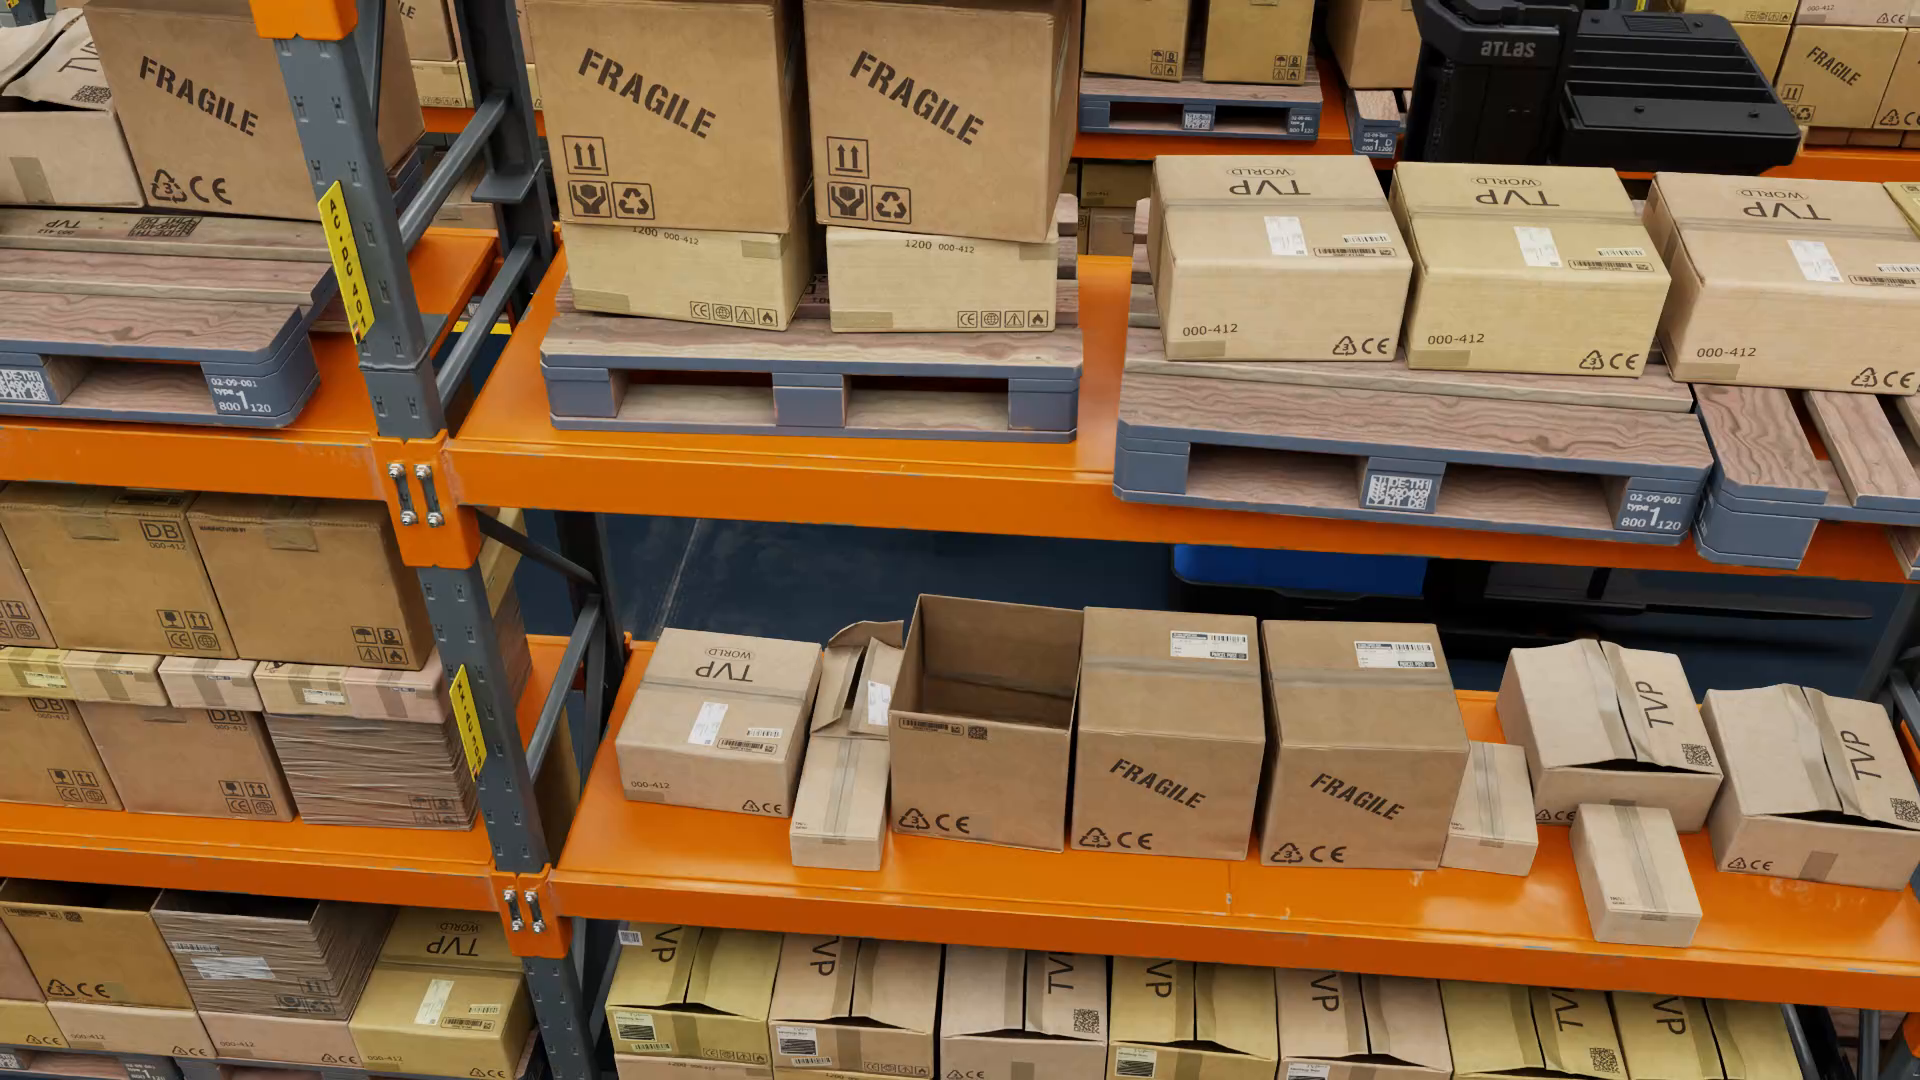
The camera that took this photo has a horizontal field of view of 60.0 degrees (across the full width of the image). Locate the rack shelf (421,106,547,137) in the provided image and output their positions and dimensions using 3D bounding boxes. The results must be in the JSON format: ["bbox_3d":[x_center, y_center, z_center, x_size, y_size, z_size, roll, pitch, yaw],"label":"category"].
[{"bbox_3d":[-2.770,-2.461,9.138,4.000,0.370,1.077,3,39,4],"label":"rack shelf"}]

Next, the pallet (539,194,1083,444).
[{"bbox_3d":[-0.321,-0.565,4.014,1.217,0.209,0.805,2,39,2],"label":"pallet"}]

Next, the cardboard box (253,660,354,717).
[{"bbox_3d":[-1.737,0.299,4.584,0.250,0.149,0.380,2,39,3],"label":"cardboard box"}]

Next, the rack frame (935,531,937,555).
[{"bbox_3d":[-0.106,-0.471,7.549,0.006,1.200,0.240,3,39,4],"label":"rack frame"}]

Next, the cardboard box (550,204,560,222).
[{"bbox_3d":[-2.369,-1.796,9.661,0.250,0.149,0.380,0,39,0],"label":"cardboard box"}]

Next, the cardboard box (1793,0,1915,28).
[{"bbox_3d":[4.173,-2.650,7.876,0.500,0.250,0.500,3,39,3],"label":"cardboard box"}]

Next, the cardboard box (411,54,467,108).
[{"bbox_3d":[-2.775,-2.493,8.710,0.500,0.250,0.500,3,39,4],"label":"cardboard box"}]

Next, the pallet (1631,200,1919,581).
[{"bbox_3d":[2.100,-0.369,3.771,1.003,0.211,1.213,5,39,6],"label":"pallet"}]

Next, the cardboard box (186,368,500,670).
[{"bbox_3d":[-1.644,-0.078,4.533,0.500,0.500,0.700,3,39,4],"label":"cardboard box"}]

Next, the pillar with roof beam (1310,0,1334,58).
[{"bbox_3d":[1.616,-2.647,4.045,0.400,9.000,9.100,3,39,4],"label":"pillar with roof beam"}]

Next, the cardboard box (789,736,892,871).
[{"bbox_3d":[-0.336,0.759,4.811,0.250,0.149,0.380,3,39,4],"label":"cardboard box"}]

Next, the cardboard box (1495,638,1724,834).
[{"bbox_3d":[1.910,0.566,4.919,0.500,0.311,0.500,3,39,3],"label":"cardboard box"}]

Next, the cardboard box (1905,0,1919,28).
[{"bbox_3d":[4.672,-2.626,7.845,0.500,0.250,0.500,3,39,4],"label":"cardboard box"}]

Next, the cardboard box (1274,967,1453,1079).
[{"bbox_3d":[1.220,1.461,5.150,0.500,0.311,0.500,3,39,4],"label":"cardboard box"}]

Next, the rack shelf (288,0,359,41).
[{"bbox_3d":[0.792,-1.299,3.275,4.000,0.370,1.077,3,39,4],"label":"rack shelf"}]

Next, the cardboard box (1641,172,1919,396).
[{"bbox_3d":[1.803,-0.572,3.657,0.500,0.250,0.500,4,39,5],"label":"cardboard box"}]

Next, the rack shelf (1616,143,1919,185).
[{"bbox_3d":[5.200,-2.025,8.603,4.000,0.370,1.077,3,39,4],"label":"rack shelf"}]

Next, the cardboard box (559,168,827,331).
[{"bbox_3d":[-0.588,-0.744,3.868,0.500,0.250,0.500,7,40,8],"label":"cardboard box"}]

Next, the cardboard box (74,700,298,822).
[{"bbox_3d":[-2.170,0.401,4.973,0.500,0.500,0.700,3,39,3],"label":"cardboard box"}]

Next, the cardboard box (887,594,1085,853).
[{"bbox_3d":[0.088,0.526,4.818,0.500,0.500,0.500,6,40,7],"label":"cardboard box"}]

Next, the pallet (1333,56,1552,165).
[{"bbox_3d":[2.489,-2.311,8.535,1.003,0.211,1.213,3,39,4],"label":"pallet"}]

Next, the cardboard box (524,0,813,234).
[{"bbox_3d":[-0.590,-1.016,3.609,0.500,0.500,0.500,4,39,4],"label":"cardboard box"}]

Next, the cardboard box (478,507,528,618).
[{"bbox_3d":[-1.452,0.058,4.881,0.250,0.149,0.380,3,39,4],"label":"cardboard box"}]

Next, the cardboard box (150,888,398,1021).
[{"bbox_3d":[-2.179,1.175,5.353,0.500,0.500,0.500,3,39,4],"label":"cardboard box"}]

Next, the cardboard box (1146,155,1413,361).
[{"bbox_3d":[0.699,-0.641,3.742,0.500,0.250,0.500,0,39,0],"label":"cardboard box"}]

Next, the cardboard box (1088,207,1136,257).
[{"bbox_3d":[0.981,-1.753,9.330,0.500,0.500,0.700,4,39,4],"label":"cardboard box"}]

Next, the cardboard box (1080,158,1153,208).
[{"bbox_3d":[0.915,-2.046,9.095,0.500,0.250,0.500,2,39,3],"label":"cardboard box"}]

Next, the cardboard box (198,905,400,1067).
[{"bbox_3d":[-2.179,1.467,5.588,0.500,0.250,0.500,3,39,4],"label":"cardboard box"}]

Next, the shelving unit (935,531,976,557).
[{"bbox_3d":[-0.014,-0.466,7.543,0.189,1.200,0.258,3,39,4],"label":"shelving unit"}]

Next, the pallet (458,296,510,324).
[{"bbox_3d":[-2.668,-1.629,9.755,1.213,0.211,1.003,3,39,4],"label":"pallet"}]

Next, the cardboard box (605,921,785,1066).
[{"bbox_3d":[-0.811,1.350,5.287,0.500,0.311,0.500,3,39,4],"label":"cardboard box"}]

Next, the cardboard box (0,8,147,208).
[{"bbox_3d":[-2.218,-1.084,4.127,0.500,0.311,0.500,1,39,1],"label":"cardboard box"}]

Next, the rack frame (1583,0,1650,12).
[{"bbox_3d":[3.208,-2.413,8.509,0.127,3.000,1.000,3,39,4],"label":"rack frame"}]

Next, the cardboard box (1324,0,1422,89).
[{"bbox_3d":[2.180,-2.656,8.379,0.500,0.500,0.700,0,39,0],"label":"cardboard box"}]

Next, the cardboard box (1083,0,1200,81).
[{"bbox_3d":[0.942,-2.740,8.483,0.500,0.500,0.700,8,40,10],"label":"cardboard box"}]

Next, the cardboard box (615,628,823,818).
[{"bbox_3d":[-0.707,0.542,4.997,0.500,0.250,0.500,5,39,7],"label":"cardboard box"}]

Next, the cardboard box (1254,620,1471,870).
[{"bbox_3d":[1.111,0.582,4.750,0.500,0.500,0.500,1,39,1],"label":"cardboard box"}]

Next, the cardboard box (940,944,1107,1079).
[{"bbox_3d":[0.203,1.408,5.216,0.500,0.311,0.500,2,39,2],"label":"cardboard box"}]

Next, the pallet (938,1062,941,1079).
[{"bbox_3d":[-0.464,1.581,5.810,1.213,0.211,1.003,3,39,4],"label":"pallet"}]

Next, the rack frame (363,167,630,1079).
[{"bbox_3d":[-1.201,0.484,4.949,0.127,3.000,1.000,3,39,4],"label":"rack frame"}]

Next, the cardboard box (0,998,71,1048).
[{"bbox_3d":[-3.177,1.422,5.643,0.500,0.250,0.500,3,39,4],"label":"cardboard box"}]

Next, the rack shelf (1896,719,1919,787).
[{"bbox_3d":[4.777,1.090,4.775,4.000,0.370,1.077,3,39,4],"label":"rack shelf"}]

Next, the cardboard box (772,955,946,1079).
[{"bbox_3d":[-0.311,1.594,5.431,0.500,0.250,0.500,4,39,5],"label":"cardboard box"}]

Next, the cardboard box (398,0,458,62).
[{"bbox_3d":[-2.792,-2.789,8.479,0.500,0.500,0.500,4,39,5],"label":"cardboard box"}]

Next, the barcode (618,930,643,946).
[{"bbox_3d":[-0.983,1.187,4.958,0.075,0.075,0.001,3,39,4],"label":"barcode"}]

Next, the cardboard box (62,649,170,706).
[{"bbox_3d":[-2.259,0.273,4.616,0.250,0.149,0.380,3,39,4],"label":"cardboard box"}]

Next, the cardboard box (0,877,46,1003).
[{"bbox_3d":[-3.177,1.132,5.405,0.500,0.500,0.500,3,39,4],"label":"cardboard box"}]

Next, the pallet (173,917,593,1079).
[{"bbox_3d":[-1.990,1.496,5.915,1.213,0.211,1.003,3,39,4],"label":"pallet"}]

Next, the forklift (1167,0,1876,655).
[{"bbox_3d":[2.476,-0.943,6.757,3.031,2.935,1.130,4,39,5],"label":"forklift"}]

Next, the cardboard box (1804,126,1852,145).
[{"bbox_3d":[4.285,-2.137,8.353,0.250,0.149,0.380,3,39,3],"label":"cardboard box"}]

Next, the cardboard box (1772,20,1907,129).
[{"bbox_3d":[4.191,-2.353,8.105,0.500,0.500,0.500,4,39,5],"label":"cardboard box"}]

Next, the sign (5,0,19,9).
[{"bbox_3d":[-4.809,-2.844,8.352,0.005,0.325,0.100,3,39,4],"label":"sign"}]

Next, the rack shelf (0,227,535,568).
[{"bbox_3d":[-3.194,-0.509,4.363,4.000,0.370,1.077,3,39,4],"label":"rack shelf"}]

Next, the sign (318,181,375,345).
[{"bbox_3d":[-1.247,-0.561,3.385,0.005,0.325,0.100,3,39,4],"label":"sign"}]

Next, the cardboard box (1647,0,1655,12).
[{"bbox_3d":[3.701,-2.715,8.550,0.500,0.500,0.500,3,39,4],"label":"cardboard box"}]

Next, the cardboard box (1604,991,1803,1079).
[{"bbox_3d":[2.241,1.515,5.085,0.500,0.311,0.500,4,39,5],"label":"cardboard box"}]

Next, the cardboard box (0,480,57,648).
[{"bbox_3d":[-2.646,-0.132,4.600,0.500,0.500,0.700,3,39,4],"label":"cardboard box"}]

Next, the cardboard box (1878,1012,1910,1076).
[{"bbox_3d":[3.213,1.706,5.080,0.500,0.500,0.500,5,39,6],"label":"cardboard box"}]

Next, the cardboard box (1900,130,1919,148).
[{"bbox_3d":[4.800,-2.108,8.317,0.250,0.149,0.380,4,39,5],"label":"cardboard box"}]
